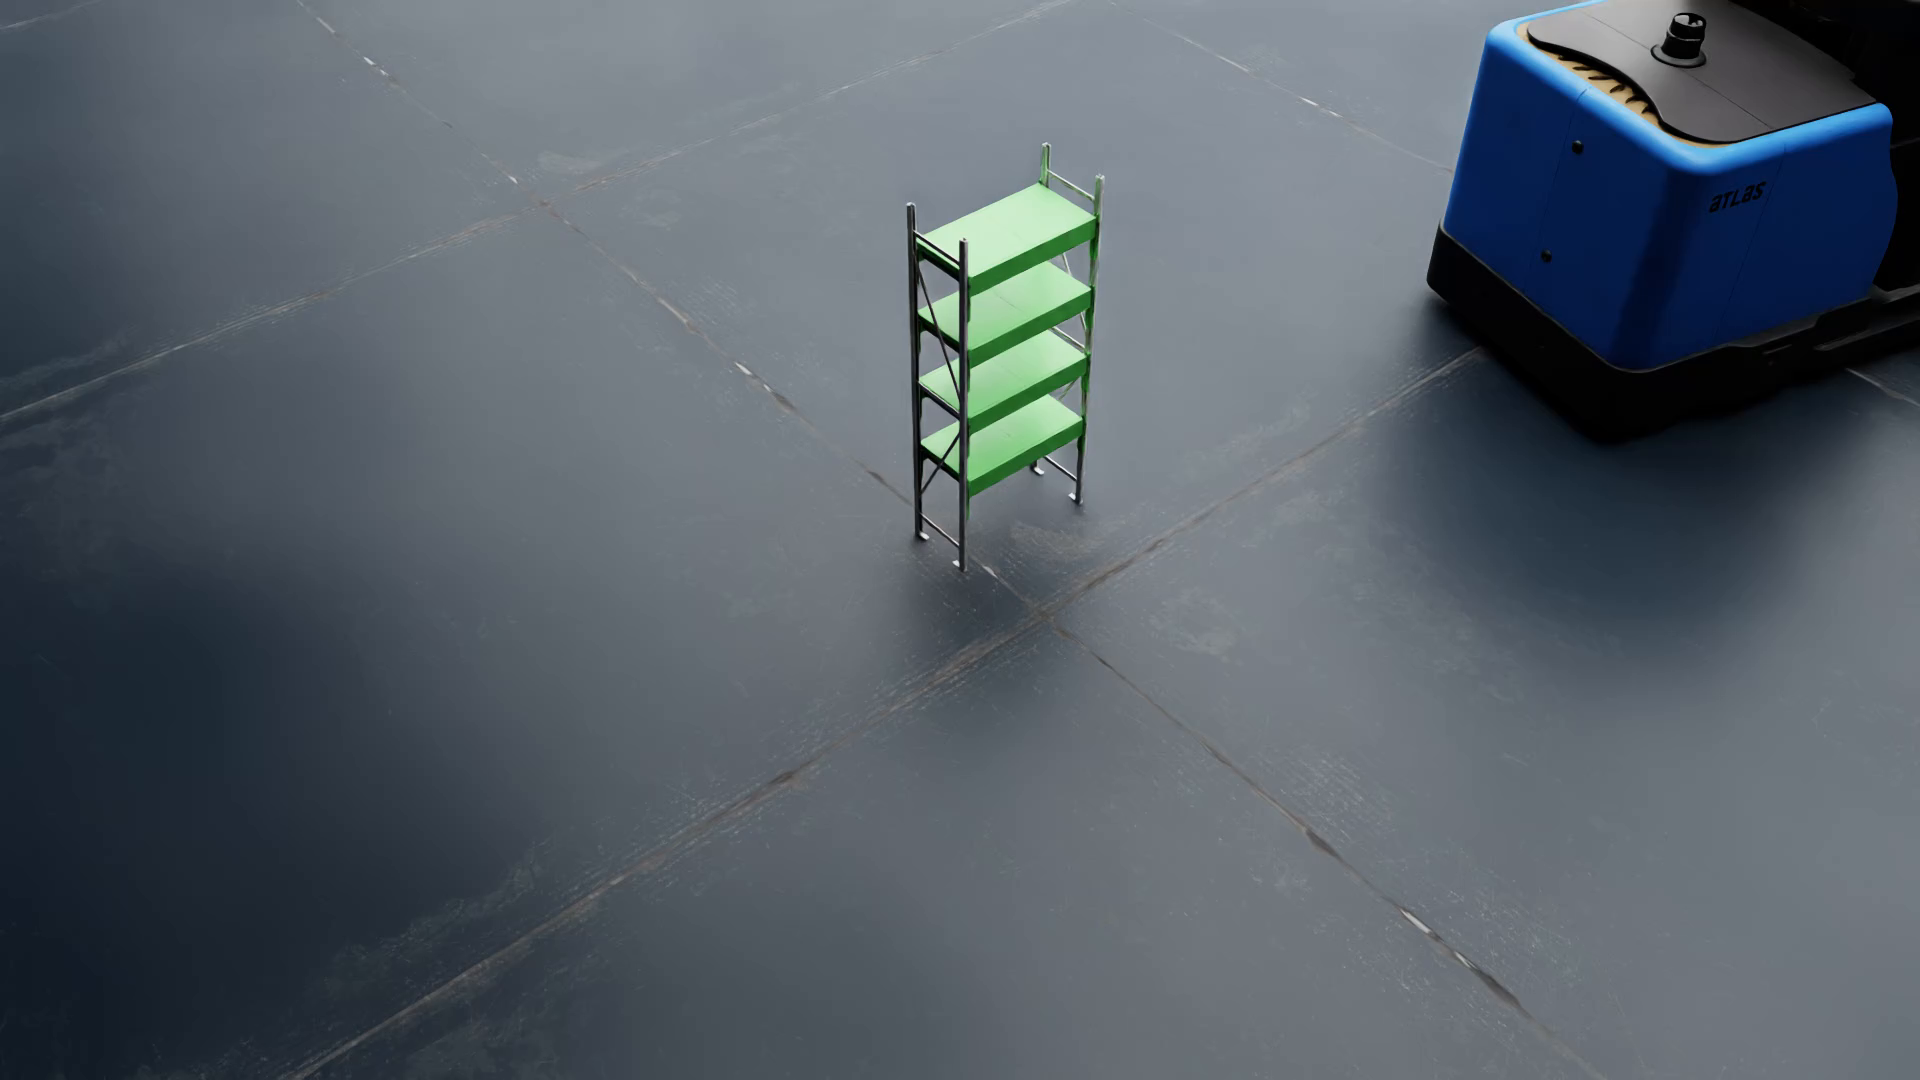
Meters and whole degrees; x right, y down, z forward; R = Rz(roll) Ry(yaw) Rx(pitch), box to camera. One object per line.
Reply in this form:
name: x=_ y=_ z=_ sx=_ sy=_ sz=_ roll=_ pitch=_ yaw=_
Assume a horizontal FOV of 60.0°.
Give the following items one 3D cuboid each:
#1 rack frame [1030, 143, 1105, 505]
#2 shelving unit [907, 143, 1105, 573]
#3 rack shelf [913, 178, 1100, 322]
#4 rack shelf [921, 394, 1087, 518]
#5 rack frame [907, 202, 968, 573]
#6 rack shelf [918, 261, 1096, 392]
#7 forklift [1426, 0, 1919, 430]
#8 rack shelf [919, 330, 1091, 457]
rack frame: x=0.314 y=-0.617 z=5.031 sx=0.015 sy=1.200 sz=0.240 roll=-30 pitch=51 yaw=-28
shelving unit: x=0.127 y=-0.510 z=4.917 sx=0.503 sy=1.200 sz=0.258 roll=-30 pitch=51 yaw=-28
rack shelf: x=0.127 y=-0.813 z=4.632 sx=0.480 sy=0.148 sz=0.258 roll=-30 pitch=51 yaw=-28
rack shelf: x=0.127 y=-0.289 z=5.125 sx=0.480 sy=0.148 sz=0.258 roll=-30 pitch=51 yaw=-28
rack frame: x=-0.060 y=-0.403 z=4.803 sx=0.015 sy=1.200 sz=0.240 roll=-30 pitch=51 yaw=-28
rack shelf: x=0.127 y=-0.638 z=4.796 sx=0.480 sy=0.148 sz=0.258 roll=-30 pitch=51 yaw=-28
forklift: x=3.289 y=-2.121 z=5.367 sx=3.031 sy=2.935 sz=1.130 roll=-18 pitch=46 yaw=-18
rack shelf: x=0.127 y=-0.463 z=4.960 sx=0.480 sy=0.148 sz=0.258 roll=-30 pitch=51 yaw=-28
